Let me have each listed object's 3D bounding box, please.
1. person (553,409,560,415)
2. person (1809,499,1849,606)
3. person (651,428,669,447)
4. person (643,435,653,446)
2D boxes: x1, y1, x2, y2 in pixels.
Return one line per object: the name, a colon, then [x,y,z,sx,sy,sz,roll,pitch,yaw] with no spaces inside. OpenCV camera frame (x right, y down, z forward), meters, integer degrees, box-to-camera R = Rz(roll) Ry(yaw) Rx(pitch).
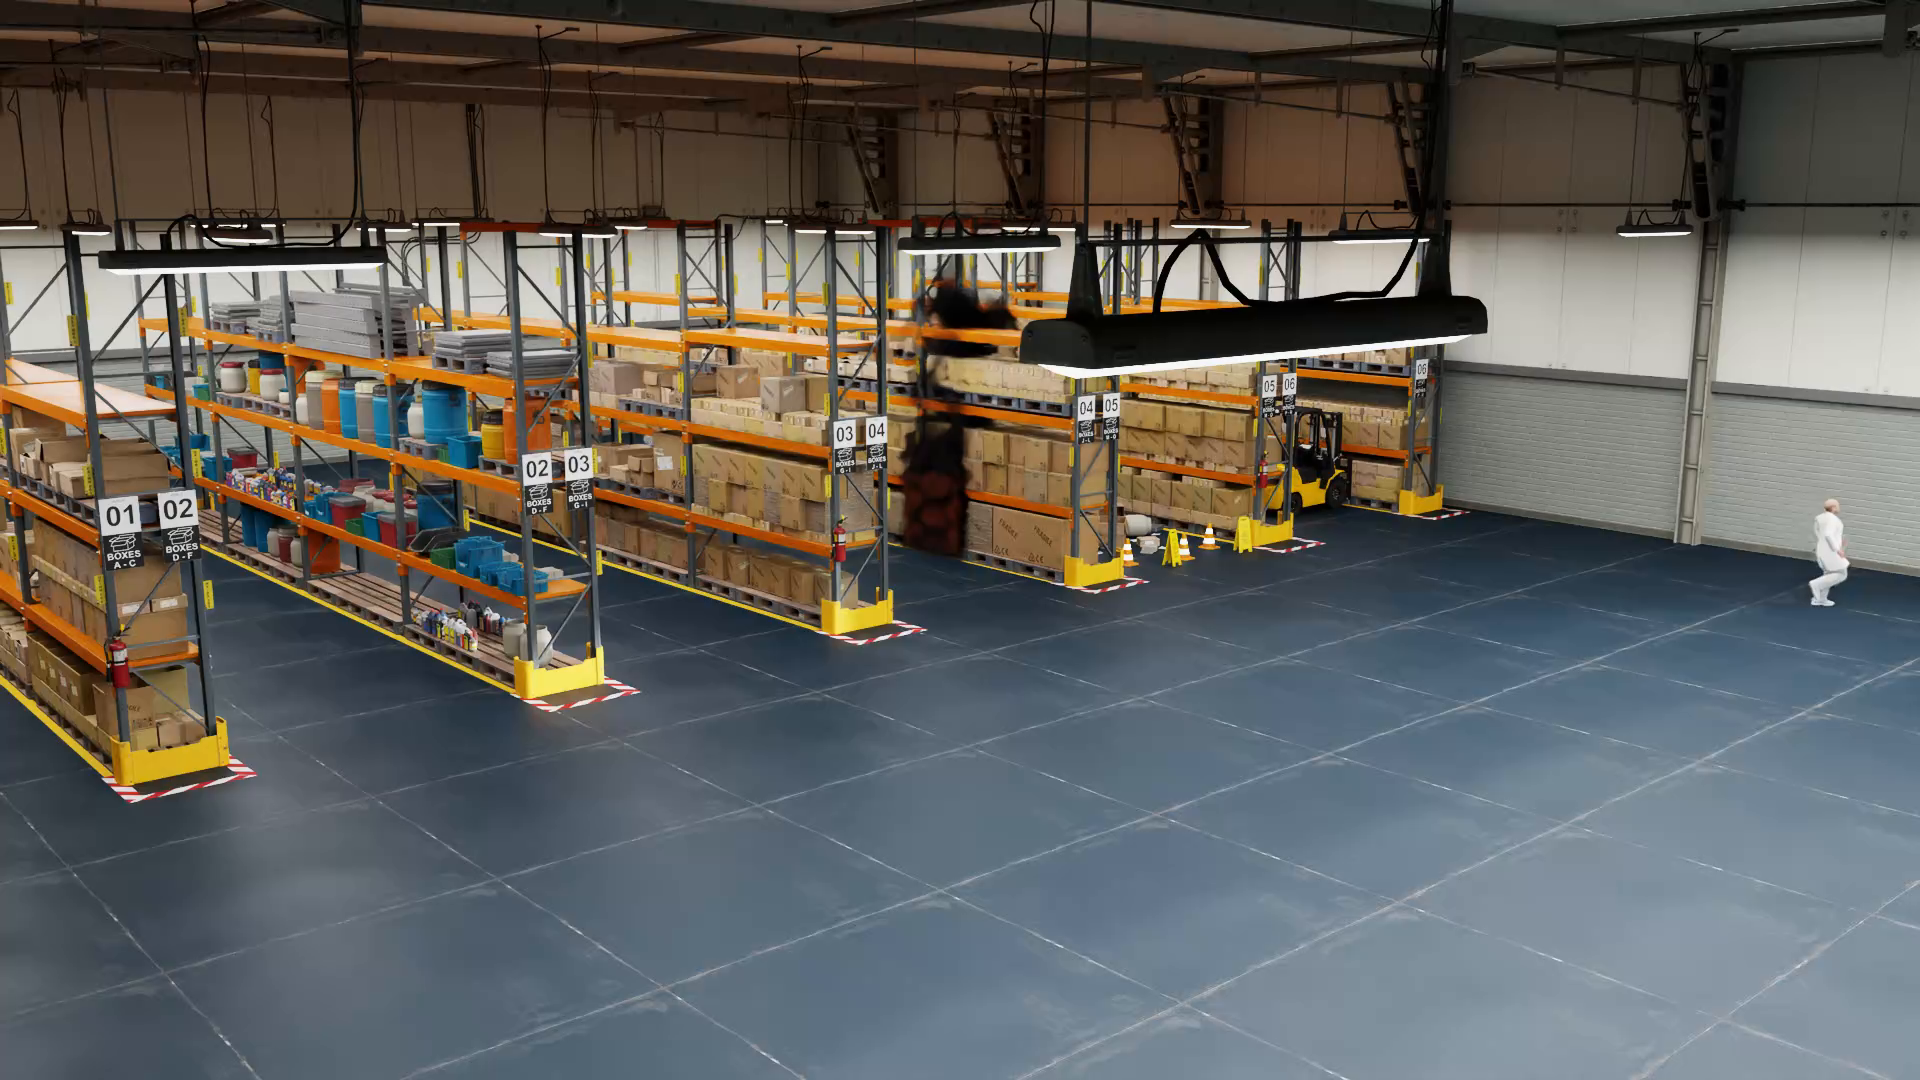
person: [-9.577,-2.287,39.141,0.660,1.596,0.550,0,11,-1]
person: [13.858,0.204,26.501,0.632,1.733,0.710,0,11,2]
person: [-6.223,-1.548,35.353,0.559,1.711,0.704,-10,15,-41]
person: [-7.700,-2.805,41.387,0.872,1.733,0.700,10,15,40]
